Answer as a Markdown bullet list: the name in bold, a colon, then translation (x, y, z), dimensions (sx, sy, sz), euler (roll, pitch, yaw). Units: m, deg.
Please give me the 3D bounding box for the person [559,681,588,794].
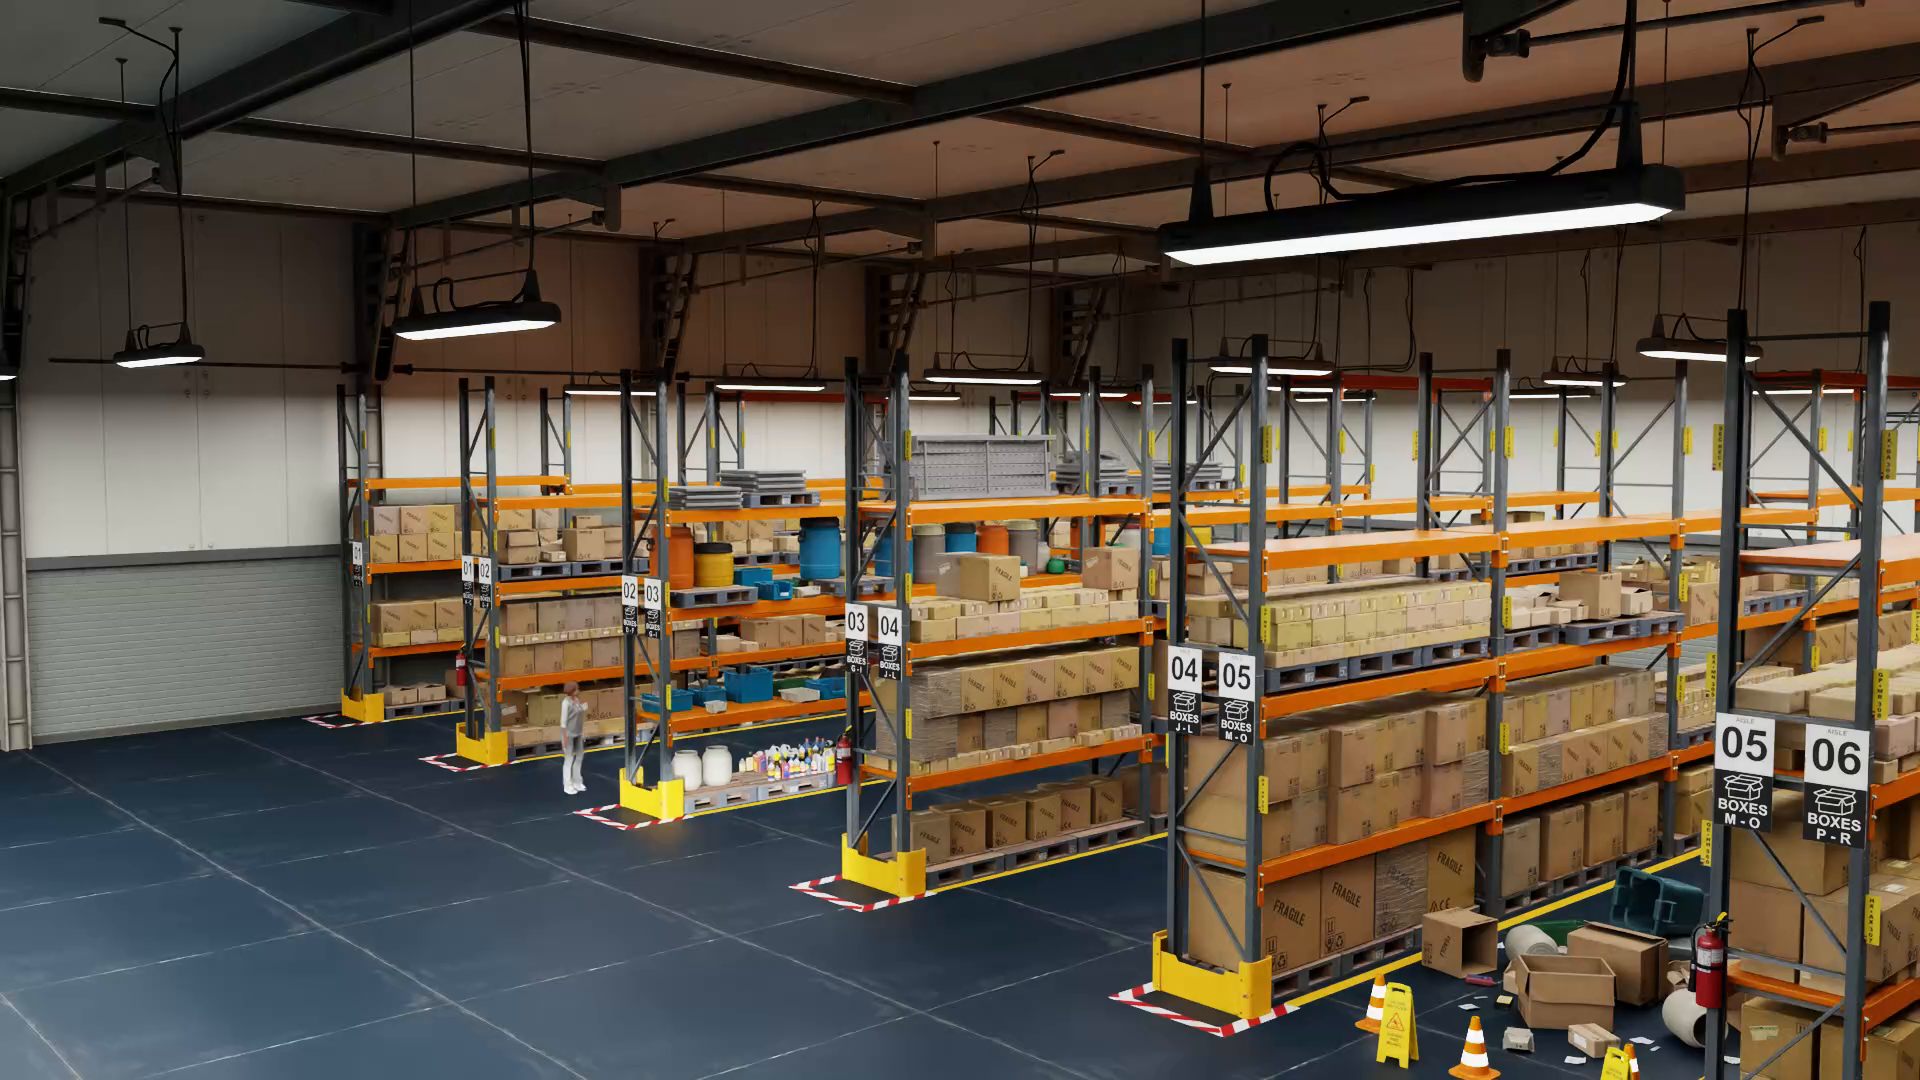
- **person**: translation (-5.556, 2.837, 23.794), dimensions (0.332, 1.659, 0.501), euler (1, 4, 17)
